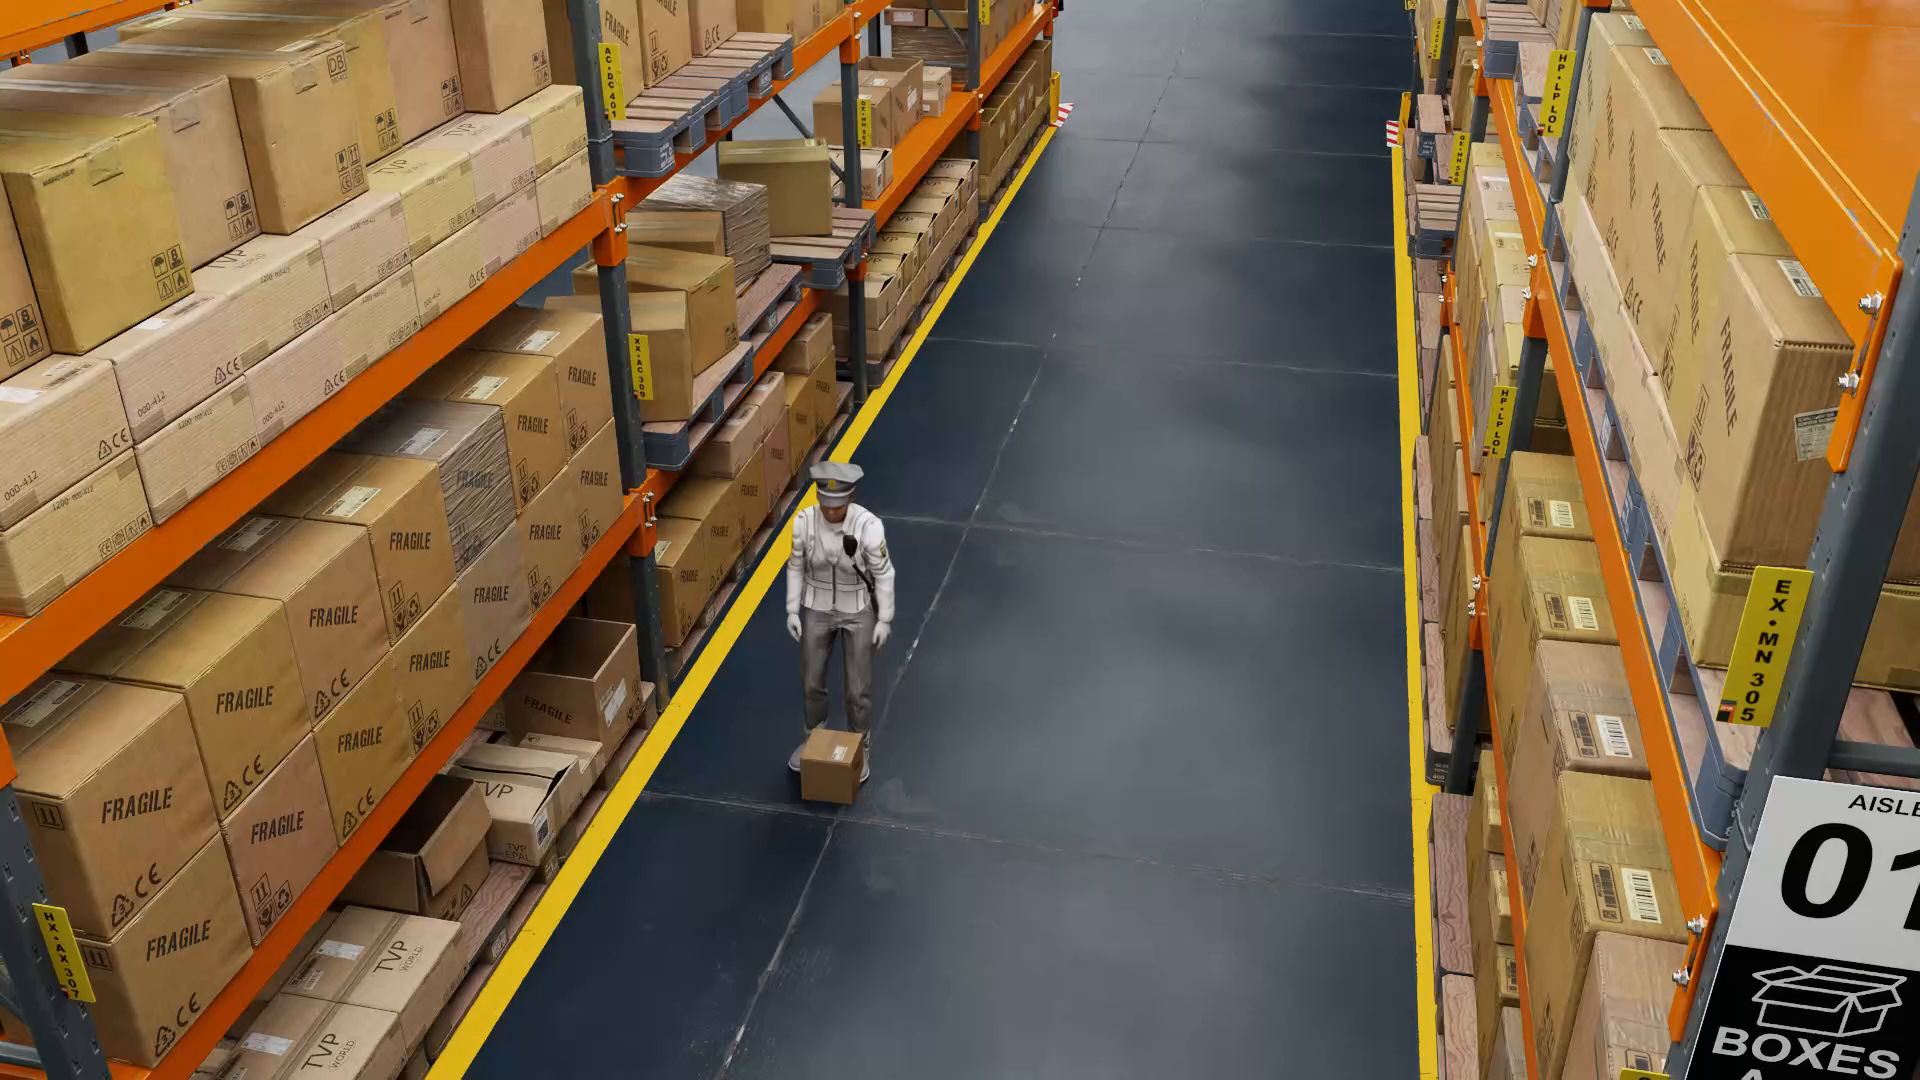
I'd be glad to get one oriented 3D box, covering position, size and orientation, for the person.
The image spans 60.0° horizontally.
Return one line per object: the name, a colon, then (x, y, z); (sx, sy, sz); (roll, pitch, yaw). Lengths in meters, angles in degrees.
person: (-0.578, 0.377, 7.929); (0.530, 1.662, 0.414); (5, 29, 8)
